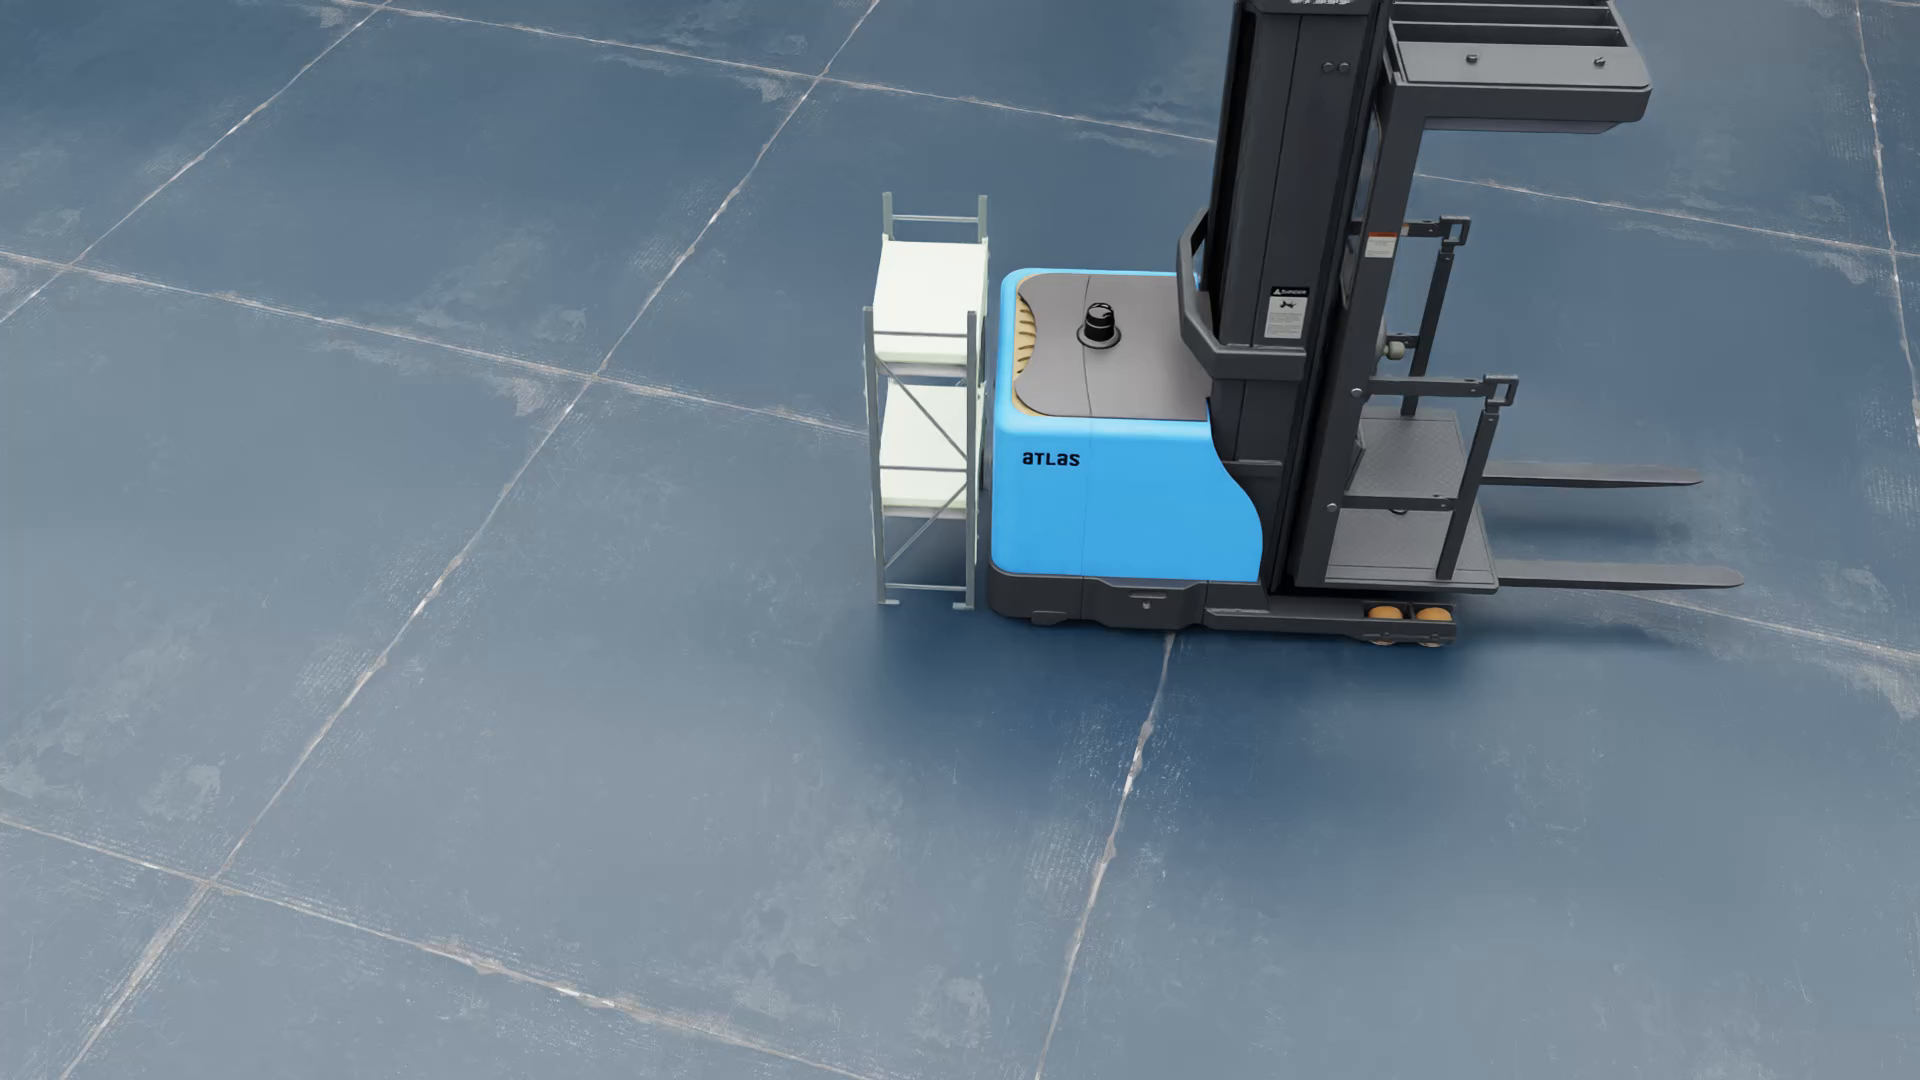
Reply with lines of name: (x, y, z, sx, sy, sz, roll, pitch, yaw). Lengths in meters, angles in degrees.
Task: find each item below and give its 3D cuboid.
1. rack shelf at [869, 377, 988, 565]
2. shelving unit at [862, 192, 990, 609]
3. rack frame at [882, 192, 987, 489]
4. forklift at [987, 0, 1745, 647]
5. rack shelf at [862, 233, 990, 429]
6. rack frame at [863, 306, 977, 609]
rack shelf: (-0.119, -0.291, 6.840, 0.431, 0.370, 0.720, 2, 44, 3)
shelving unit: (-0.119, -0.524, 6.612, 0.431, 1.500, 0.755, 2, 44, 3)
rack frame: (-0.096, -0.780, 6.873, 0.400, 1.500, 0.023, 2, 44, 3)
forklift: (1.646, -1.001, 6.076, 3.031, 2.935, 1.130, 2, 44, 2)
rack shelf: (-0.119, -0.803, 6.339, 0.431, 0.370, 0.720, 2, 44, 3)
rack frame: (-0.141, -0.269, 6.351, 0.400, 1.500, 0.023, 2, 44, 3)
